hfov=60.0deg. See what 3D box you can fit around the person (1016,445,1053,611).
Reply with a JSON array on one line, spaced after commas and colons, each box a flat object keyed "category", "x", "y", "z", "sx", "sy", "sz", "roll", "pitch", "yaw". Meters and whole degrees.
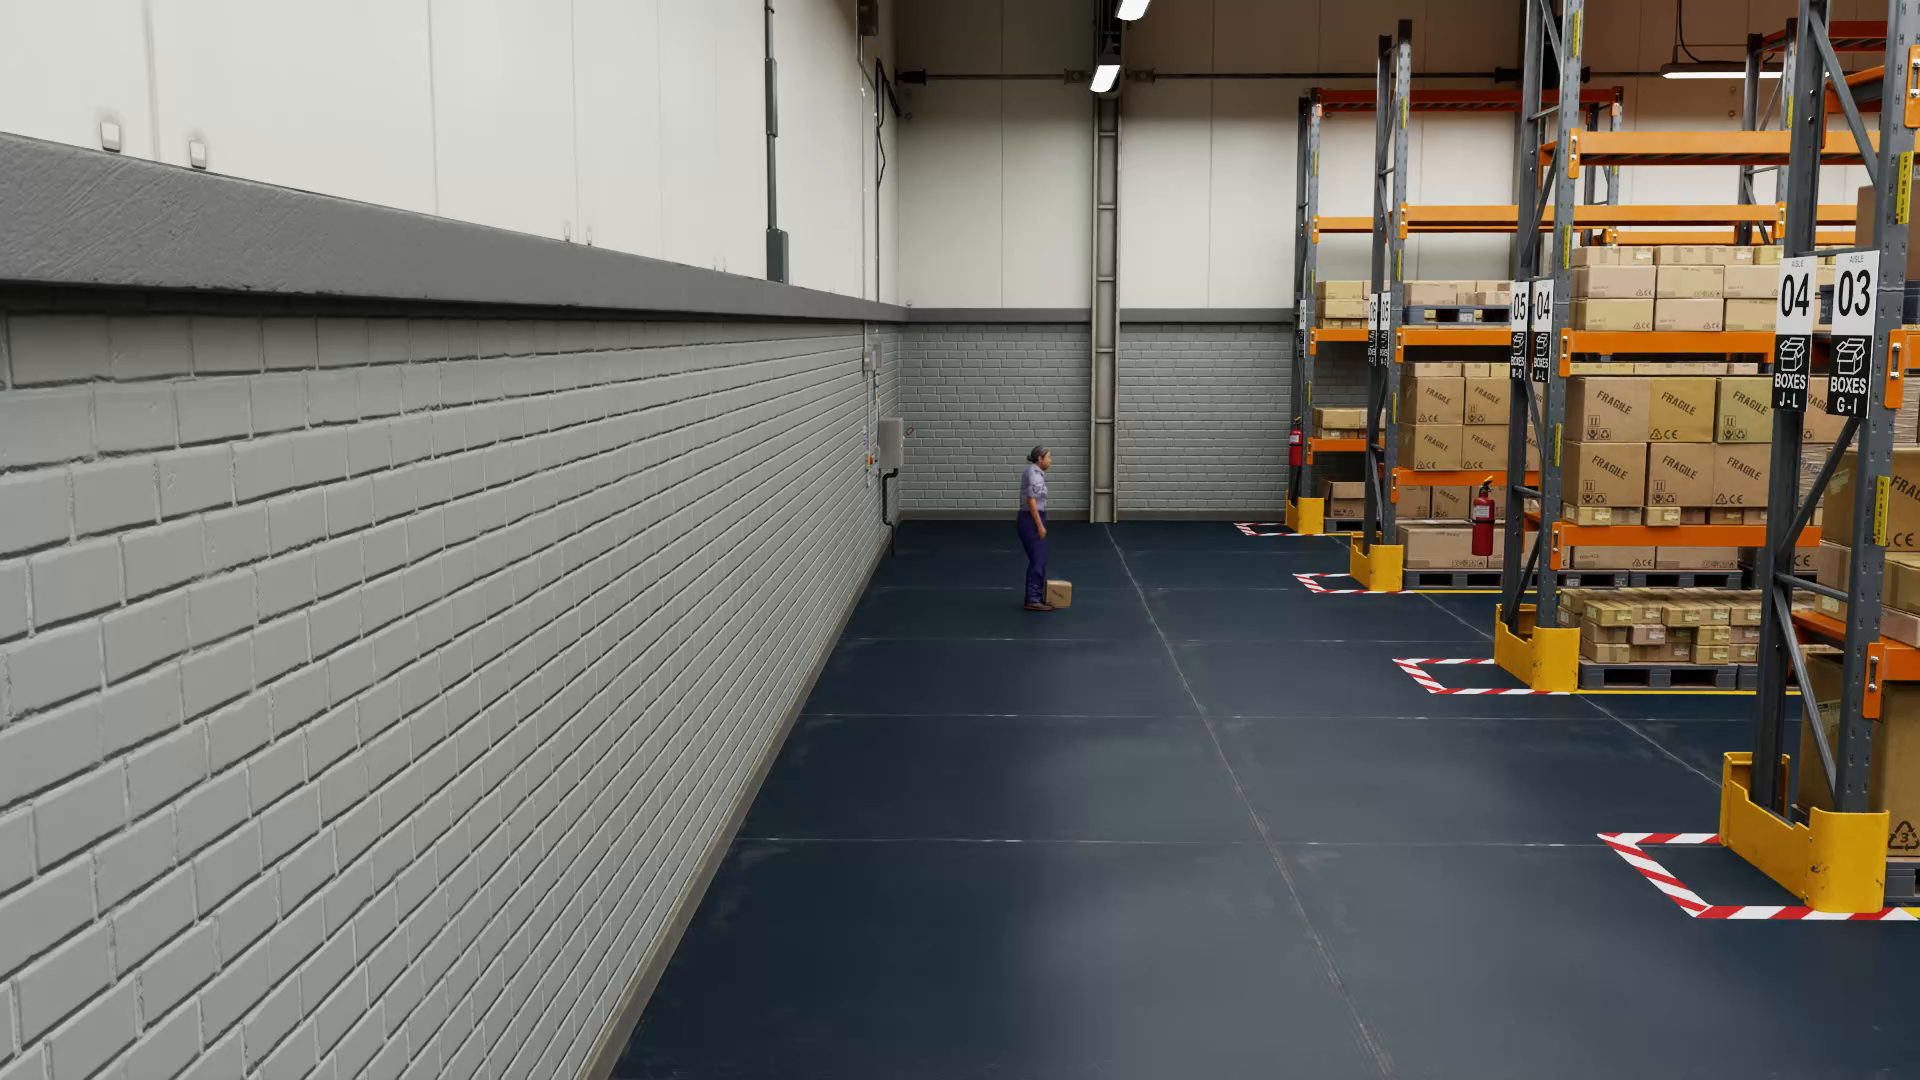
[{"category": "person", "x": 0.781, "y": -0.133, "z": 16.836, "sx": 0.422, "sy": 1.652, "sz": 0.537, "roll": 0, "pitch": 7, "yaw": -1}]
